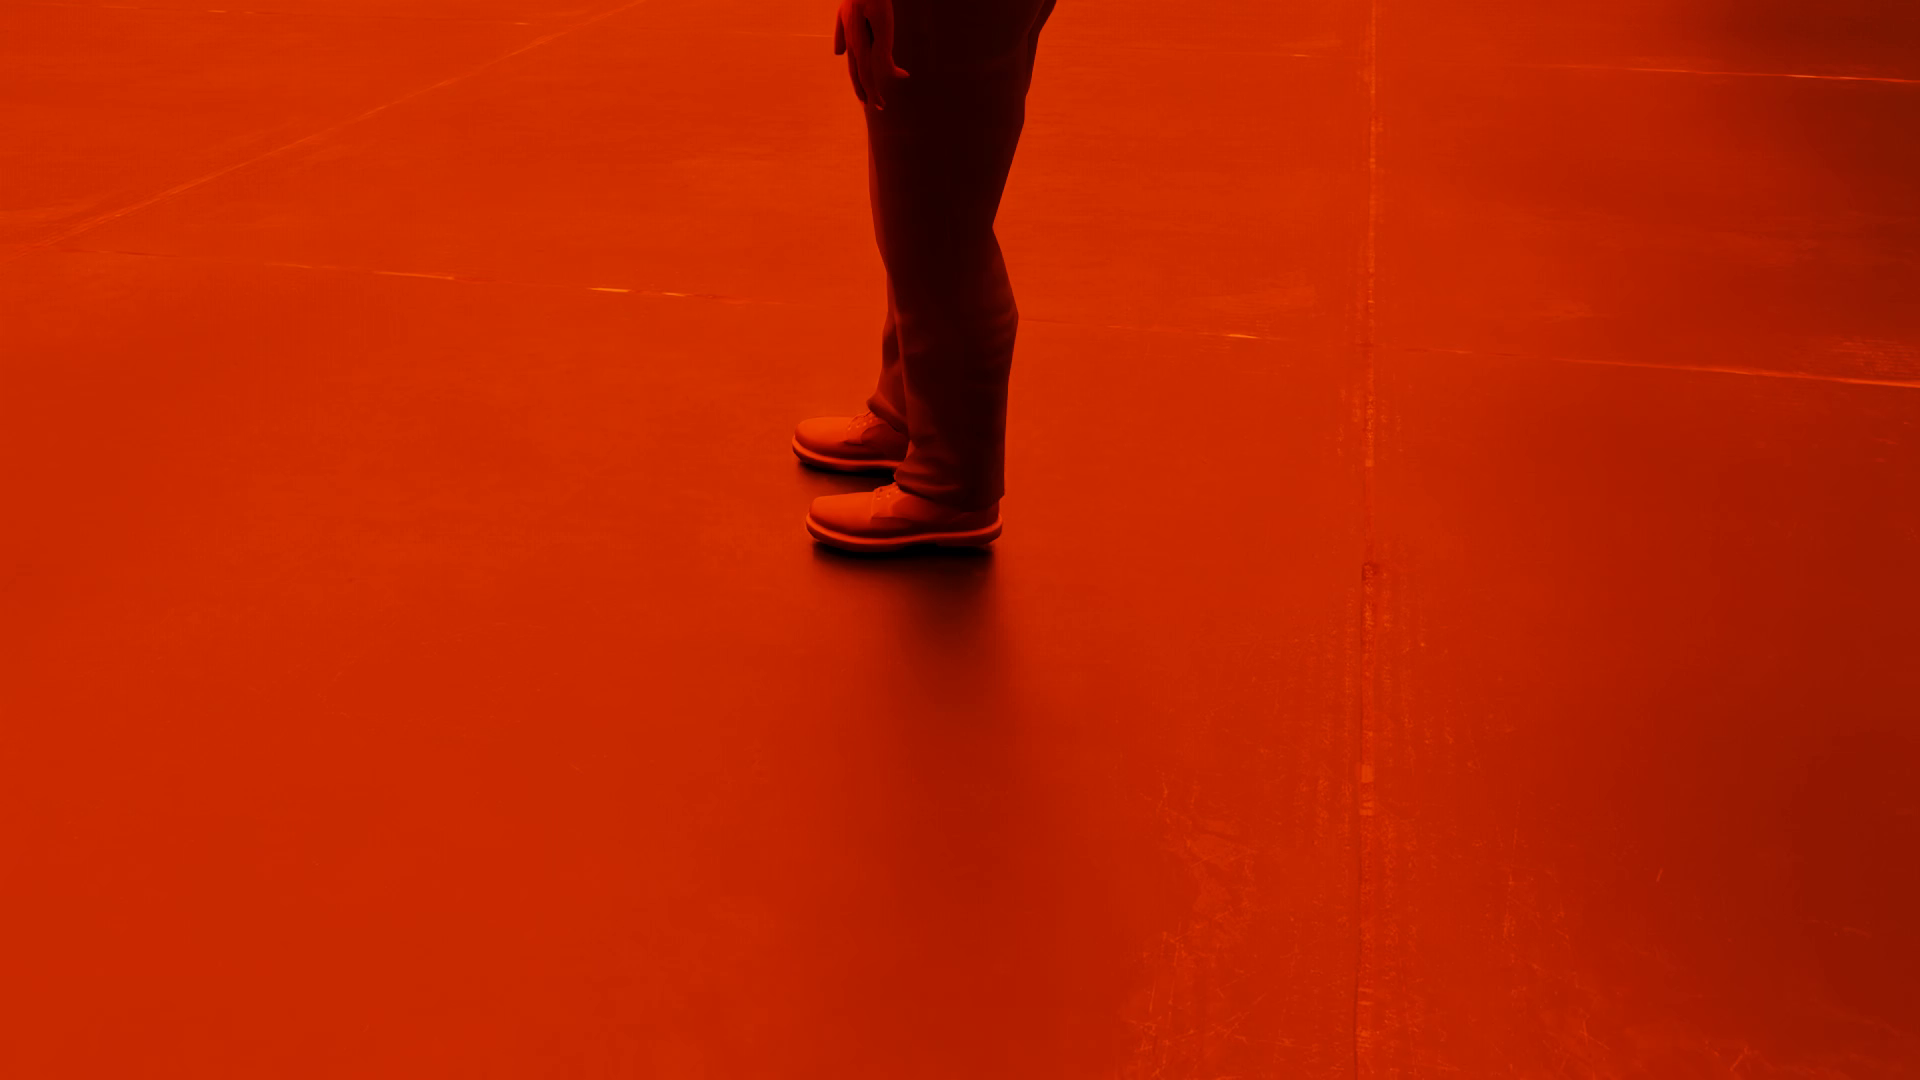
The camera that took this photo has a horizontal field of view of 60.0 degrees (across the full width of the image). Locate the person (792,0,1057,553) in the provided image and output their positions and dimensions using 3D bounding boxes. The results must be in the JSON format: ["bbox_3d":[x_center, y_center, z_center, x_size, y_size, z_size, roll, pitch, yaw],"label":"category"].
[{"bbox_3d":[-0.081,-0.762,2.159,0.504,1.654,0.569,6,27,11],"label":"person"}]
